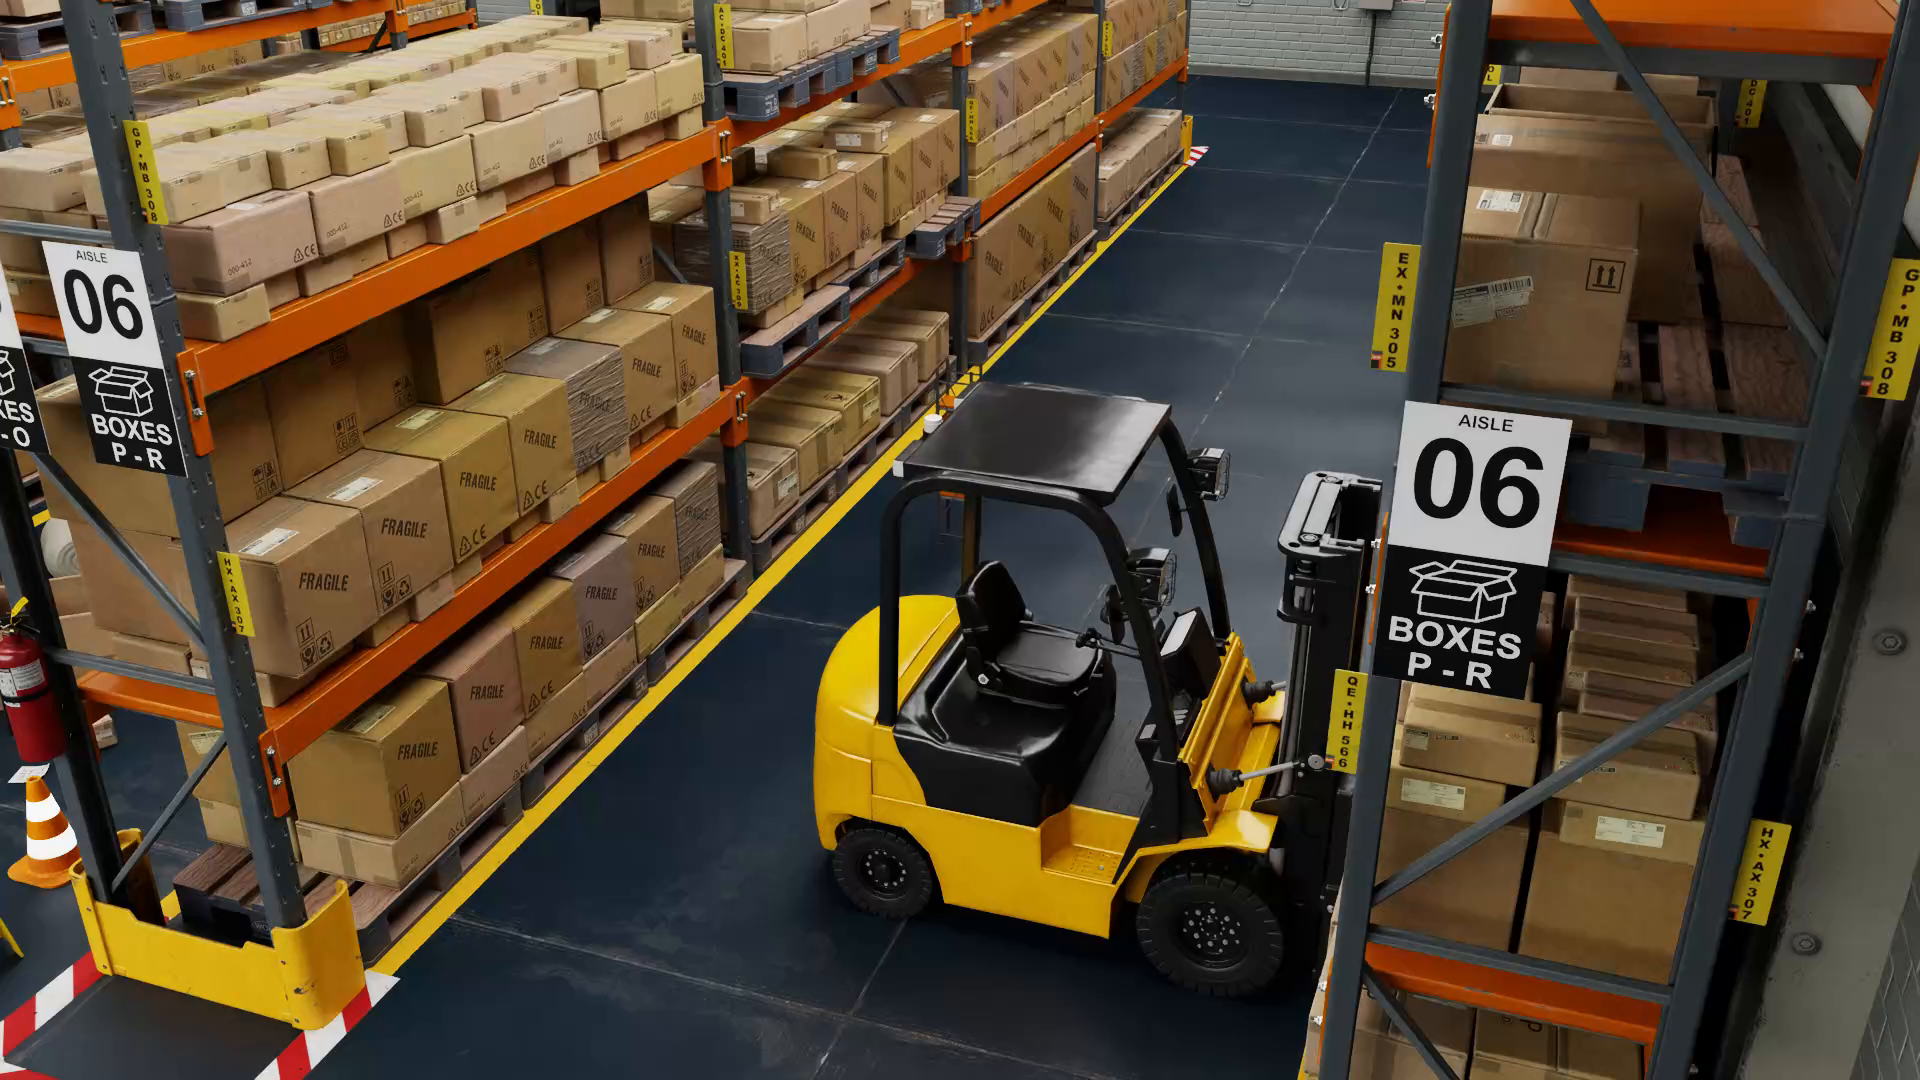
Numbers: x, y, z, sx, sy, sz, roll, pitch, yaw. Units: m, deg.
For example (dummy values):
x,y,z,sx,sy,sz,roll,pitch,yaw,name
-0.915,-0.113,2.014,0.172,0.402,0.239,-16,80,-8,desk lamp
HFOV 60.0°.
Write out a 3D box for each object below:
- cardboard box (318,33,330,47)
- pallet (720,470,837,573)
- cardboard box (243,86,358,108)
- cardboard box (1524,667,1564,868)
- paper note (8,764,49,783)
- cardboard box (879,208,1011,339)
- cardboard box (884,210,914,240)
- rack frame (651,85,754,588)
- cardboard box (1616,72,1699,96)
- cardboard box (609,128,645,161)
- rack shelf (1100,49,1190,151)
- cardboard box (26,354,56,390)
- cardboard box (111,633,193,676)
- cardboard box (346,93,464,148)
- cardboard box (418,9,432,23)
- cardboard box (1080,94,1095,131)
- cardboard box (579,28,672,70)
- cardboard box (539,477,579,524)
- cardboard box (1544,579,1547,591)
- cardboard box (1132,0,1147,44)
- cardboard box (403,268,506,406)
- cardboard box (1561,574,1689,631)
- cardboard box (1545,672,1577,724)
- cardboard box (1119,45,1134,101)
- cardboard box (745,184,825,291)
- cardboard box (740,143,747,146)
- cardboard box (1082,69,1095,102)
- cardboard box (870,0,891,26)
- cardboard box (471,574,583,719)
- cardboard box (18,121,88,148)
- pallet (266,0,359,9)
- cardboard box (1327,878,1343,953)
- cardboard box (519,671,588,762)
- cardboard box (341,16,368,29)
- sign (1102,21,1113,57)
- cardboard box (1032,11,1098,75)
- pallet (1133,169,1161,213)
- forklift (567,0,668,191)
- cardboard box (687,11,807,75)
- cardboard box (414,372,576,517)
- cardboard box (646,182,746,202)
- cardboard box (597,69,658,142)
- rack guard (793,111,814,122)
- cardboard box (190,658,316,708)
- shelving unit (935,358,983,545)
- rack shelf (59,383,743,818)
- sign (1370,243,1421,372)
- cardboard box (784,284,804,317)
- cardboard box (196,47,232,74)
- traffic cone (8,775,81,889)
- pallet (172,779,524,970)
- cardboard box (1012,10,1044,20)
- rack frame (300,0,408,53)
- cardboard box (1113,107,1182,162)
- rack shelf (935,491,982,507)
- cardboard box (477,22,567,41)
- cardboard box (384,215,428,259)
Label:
x,y,z,sx,sy,sz,roll,pitch,yaw,name
-7.855,-6.040,20.072,0.380,0.149,0.250,10,27,19,cardboard box
-1.501,-0.204,10.930,1.003,0.211,1.213,9,27,17,pallet
-2.733,-1.781,6.918,0.380,0.149,0.250,8,27,16,cardboard box
2.172,0.797,5.547,0.500,0.500,0.500,10,27,19,cardboard box
-4.652,1.164,8.311,0.148,0.019,0.142,0,26,-1,paper note
-0.119,-2.287,13.989,0.875,0.875,0.875,8,27,17,cardboard box
-0.547,-2.242,11.745,0.380,0.149,0.250,9,27,18,cardboard box
-1.758,-1.139,9.661,1.000,3.000,0.127,9,27,17,rack frame
3.391,-2.212,8.127,0.380,0.149,0.250,9,27,17,cardboard box
-1.805,-2.003,8.290,0.380,0.149,0.250,9,27,18,cardboard box
1.569,-4.925,18.305,1.077,0.370,4.000,9,27,17,rack shelf
-6.338,-1.260,12.010,1.050,0.750,0.750,9,27,17,cardboard box
-3.167,0.433,6.702,0.380,0.149,0.250,10,27,19,cardboard box
-2.259,-1.711,6.773,0.380,0.149,0.250,10,27,19,cardboard box
-7.172,-6.888,21.821,0.380,0.149,0.250,9,27,18,cardboard box
0.992,-4.138,16.027,0.500,0.250,0.500,8,27,16,cardboard box
-1.672,-2.455,8.310,0.380,0.149,0.250,8,27,16,cardboard box
-2.078,-0.220,8.051,0.380,0.149,0.250,9,27,18,cardboard box
2.017,0.307,6.559,0.500,0.500,0.500,9,27,18,cardboard box
1.646,-5.498,17.401,0.500,0.500,0.500,9,27,18,cardboard box
-2.580,-0.982,7.733,0.700,0.500,0.500,9,27,17,cardboard box
2.260,0.220,5.652,0.380,0.149,0.250,10,27,19,cardboard box
2.063,0.570,5.271,0.380,0.149,0.250,8,27,17,cardboard box
1.478,-4.833,17.175,0.500,0.500,0.500,9,27,18,cardboard box
-1.166,-1.864,10.220,0.500,0.500,0.500,9,27,18,cardboard box
-2.810,-4.863,20.141,0.380,0.149,0.250,9,27,18,cardboard box
0.986,-4.368,15.928,0.500,0.250,0.500,9,27,17,cardboard box
-0.908,-3.549,11.076,0.797,0.503,0.637,9,27,17,cardboard box
-2.208,0.494,8.101,0.500,0.500,0.500,9,27,18,cardboard box
-6.300,-2.515,11.241,0.700,0.500,0.500,8,27,17,cardboard box
-5.293,-4.452,13.278,1.213,0.211,1.003,10,28,20,pallet
1.616,1.376,5.991,0.500,0.250,0.500,9,27,18,cardboard box
-2.214,0.827,8.273,0.500,0.250,0.500,11,28,21,cardboard box
-7.701,-6.503,20.569,0.500,0.250,0.500,9,27,19,cardboard box
1.419,-4.838,16.061,0.100,0.325,0.005,9,27,17,sign
0.992,-4.702,15.757,0.500,0.500,0.500,10,27,19,cardboard box
1.635,-3.976,18.719,1.003,0.211,1.213,9,27,17,pallet
-2.899,-2.641,12.842,1.130,2.935,3.031,11,28,21,forklift
-1.186,-2.793,9.324,0.500,0.250,0.500,8,27,16,cardboard box
-2.171,-0.462,7.806,0.500,0.500,0.500,8,27,16,cardboard box
-1.657,-1.934,10.365,0.500,0.500,0.500,9,27,18,cardboard box
-1.819,-2.127,8.090,0.500,0.250,0.500,8,27,17,cardboard box
-2.492,-5.591,21.723,1.175,0.500,0.348,9,27,17,rack guard
-2.781,0.508,6.547,0.380,0.149,0.250,9,27,18,cardboard box
-0.005,-0.534,10.476,0.258,1.200,0.189,9,27,17,shelving unit
-2.424,0.007,8.120,1.077,0.370,4.000,9,27,17,rack shelf
1.086,-0.574,4.127,0.100,0.325,0.005,9,27,17,sign
-1.185,-1.498,10.208,0.380,0.149,0.250,9,27,18,cardboard box
-8.511,-5.475,18.501,0.500,0.500,0.500,10,27,19,cardboard box
-4.163,1.283,7.570,0.336,0.463,0.334,9,27,17,traffic cone
-2.760,1.400,7.617,1.003,0.211,1.213,9,27,17,pallet
0.486,-4.783,15.924,0.500,0.500,0.500,9,27,18,cardboard box
-5.129,-3.459,14.453,1.000,3.000,0.127,9,27,17,rack frame
2.110,-4.821,19.723,0.875,0.438,0.875,8,27,16,cardboard box
-0.005,-0.278,10.600,0.258,0.103,0.180,9,27,17,rack shelf
-2.230,-2.542,8.489,0.380,0.149,0.250,10,27,19,cardboard box
-2.406,-1.261,6.759,0.380,0.149,0.250,8,27,16,cardboard box
